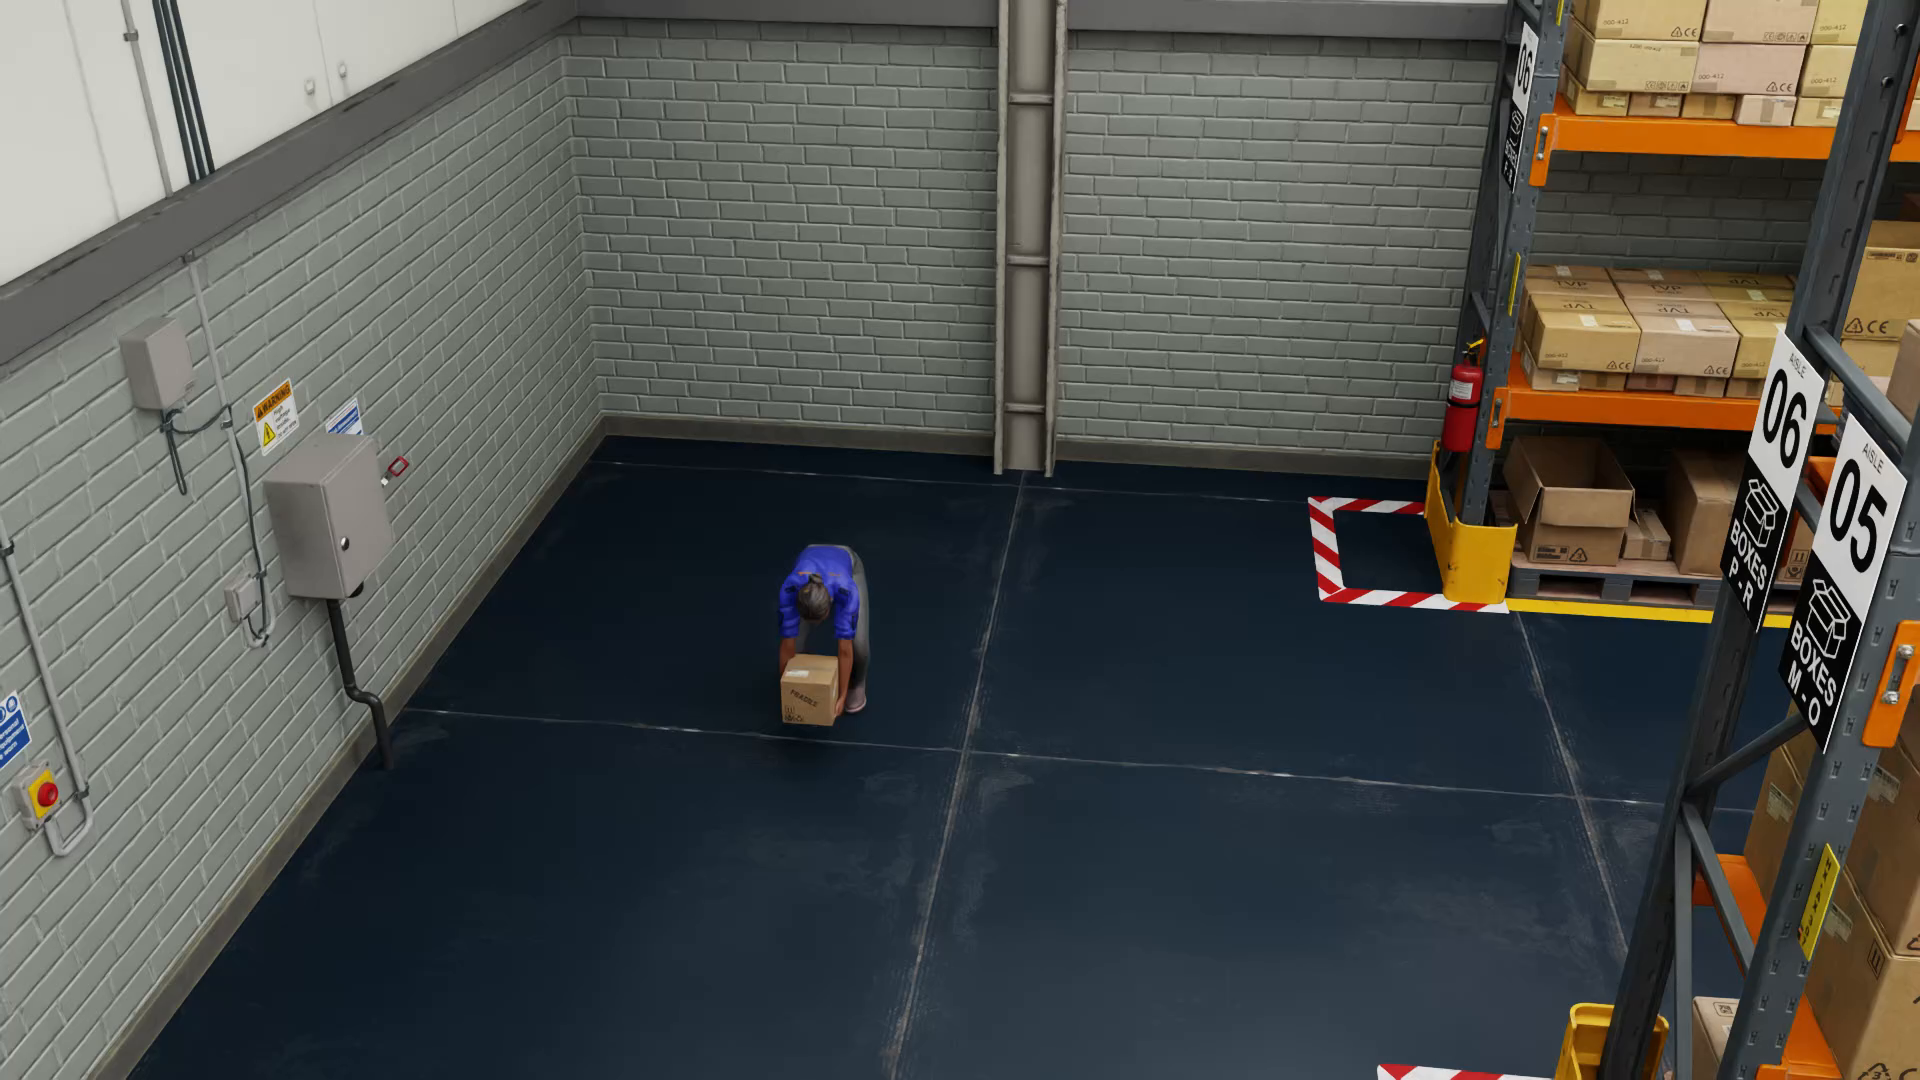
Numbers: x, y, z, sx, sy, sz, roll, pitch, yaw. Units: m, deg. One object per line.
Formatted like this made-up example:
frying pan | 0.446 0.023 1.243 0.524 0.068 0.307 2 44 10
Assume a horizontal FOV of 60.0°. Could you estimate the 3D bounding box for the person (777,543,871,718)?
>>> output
person | -0.693 0.483 8.439 0.465 0.996 0.862 2 29 4
